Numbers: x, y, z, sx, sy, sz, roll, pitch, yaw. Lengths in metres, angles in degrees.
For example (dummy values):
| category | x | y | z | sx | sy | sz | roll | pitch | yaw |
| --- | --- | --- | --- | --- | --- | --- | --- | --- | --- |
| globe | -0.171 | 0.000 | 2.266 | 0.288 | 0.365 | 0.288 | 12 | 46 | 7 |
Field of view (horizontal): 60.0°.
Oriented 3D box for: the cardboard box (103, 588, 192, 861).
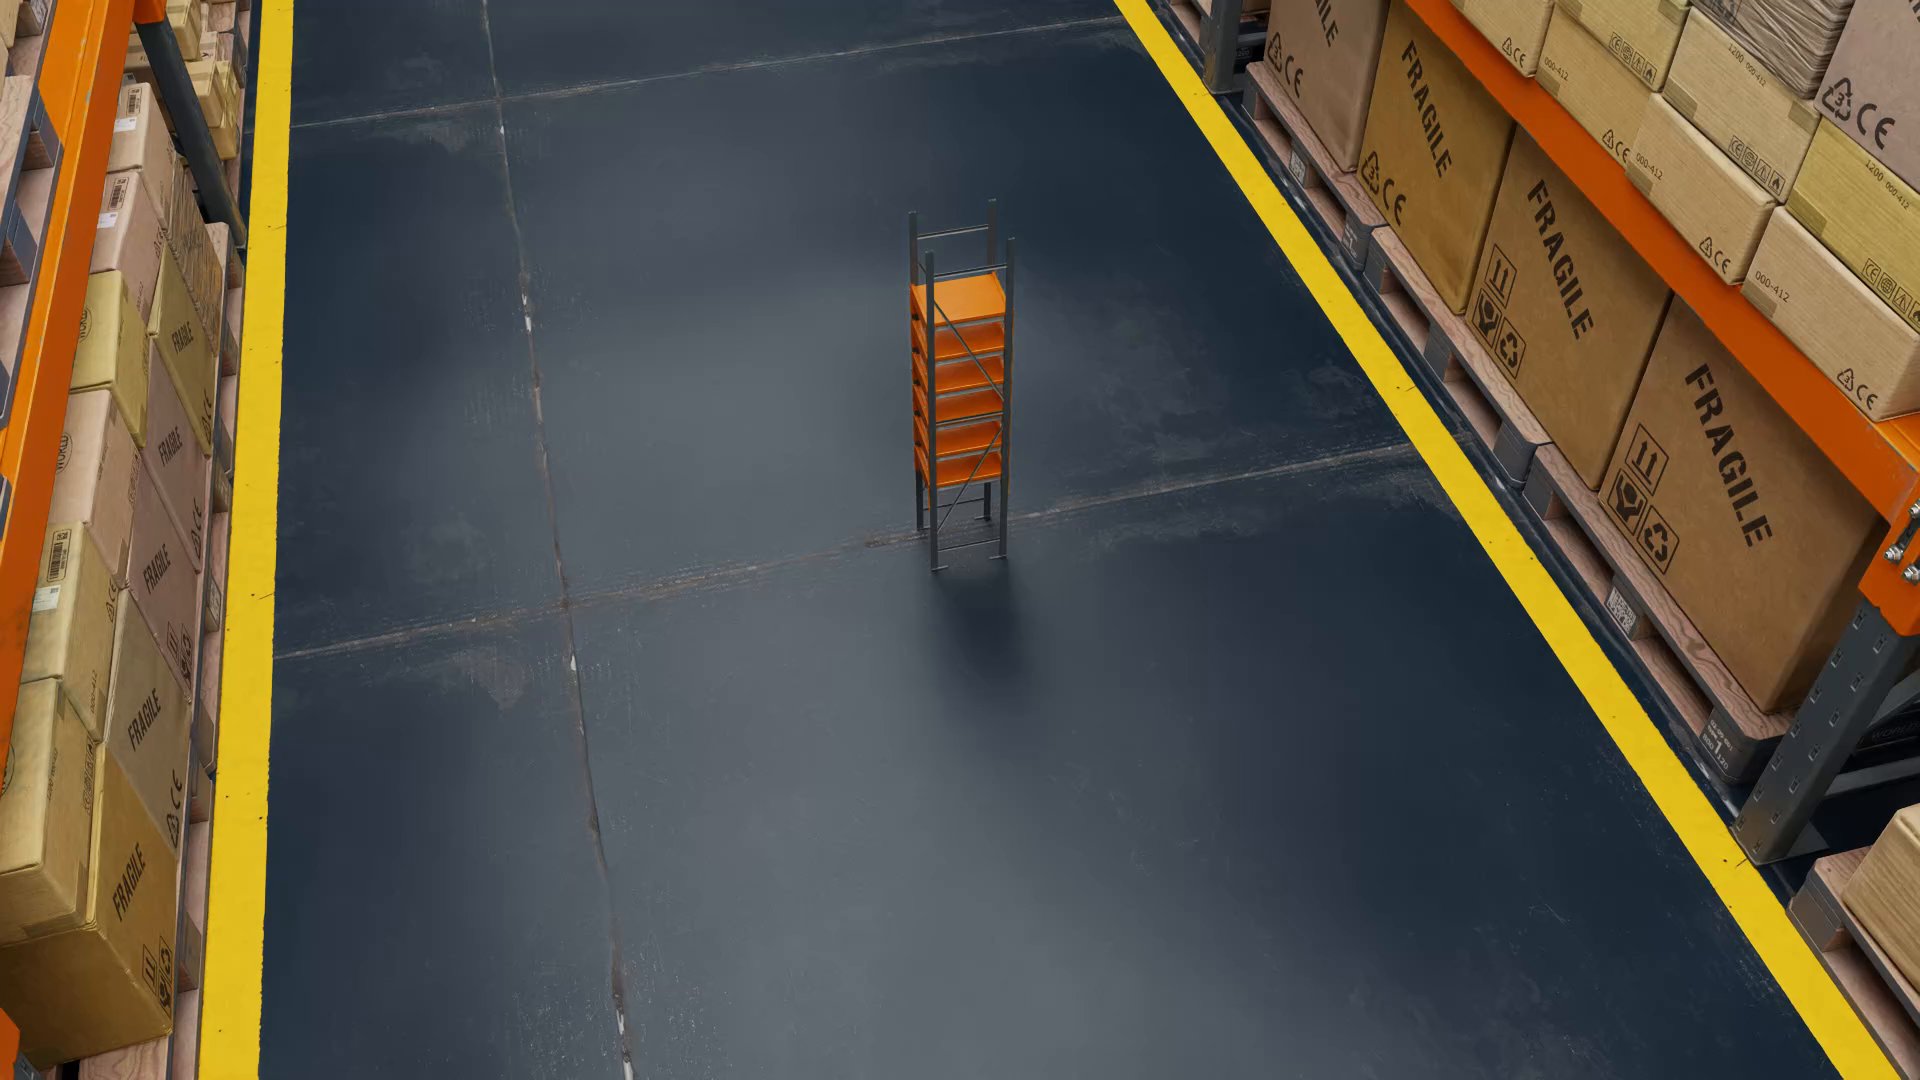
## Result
| category | x | y | z | sx | sy | sz | roll | pitch | yaw |
| --- | --- | --- | --- | --- | --- | --- | --- | --- | --- |
| cardboard box | -2.258 | 0.506 | 4.110 | 0.500 | 0.500 | 0.500 | -10 | 46 | -10 |

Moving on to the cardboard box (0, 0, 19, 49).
| category | x | y | z | sx | sy | sz | roll | pitch | yaw |
| --- | --- | --- | --- | --- | --- | --- | --- | --- | --- |
| cardboard box | -2.729 | -1.398 | 4.402 | 0.380 | 0.149 | 0.250 | -13 | 47 | -12 |

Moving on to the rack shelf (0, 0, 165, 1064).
| category | x | y | z | sx | sy | sz | roll | pitch | yaw |
| --- | --- | --- | --- | --- | --- | --- | --- | --- | --- |
| rack shelf | -2.703 | -0.470 | 4.114 | 1.077 | 0.370 | 4.000 | -11 | 47 | -10 |

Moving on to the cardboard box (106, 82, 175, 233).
| category | x | y | z | sx | sy | sz | roll | pitch | yaw |
| --- | --- | --- | --- | --- | --- | --- | --- | --- | --- |
| cardboard box | -2.780 | -1.169 | 5.226 | 0.500 | 0.250 | 0.500 | -12 | 47 | -11 |

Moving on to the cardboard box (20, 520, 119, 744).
| category | x | y | z | sx | sy | sz | roll | pitch | yaw |
| --- | --- | --- | --- | --- | --- | --- | --- | --- | --- |
| cardboard box | -2.264 | 0.254 | 3.831 | 0.500 | 0.250 | 0.500 | -11 | 47 | -11 |

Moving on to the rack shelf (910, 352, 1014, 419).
| category | x | y | z | sx | sy | sz | roll | pitch | yaw |
| --- | --- | --- | --- | --- | --- | --- | --- | --- | --- |
| rack shelf | 0.004 | -0.463 | 4.758 | 0.258 | 0.103 | 0.180 | -11 | 47 | -10 |

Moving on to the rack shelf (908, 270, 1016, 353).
| category | x | y | z | sx | sy | sz | roll | pitch | yaw |
| --- | --- | --- | --- | --- | --- | --- | --- | --- | --- |
| rack shelf | 0.004 | -0.631 | 4.586 | 0.258 | 0.103 | 0.180 | -11 | 47 | -10 |

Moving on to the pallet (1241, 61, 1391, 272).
| category | x | y | z | sx | sy | sz | roll | pitch | yaw |
| --- | --- | --- | --- | --- | --- | --- | --- | --- | --- |
| pallet | 1.814 | -1.582 | 6.653 | 1.003 | 0.211 | 1.213 | -11 | 47 | -10 |

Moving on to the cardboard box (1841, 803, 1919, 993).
| category | x | y | z | sx | sy | sz | roll | pitch | yaw |
| --- | --- | --- | --- | --- | --- | --- | --- | --- | --- |
| cardboard box | 2.703 | 0.849 | 3.863 | 0.950 | 0.372 | 0.625 | -14 | 47 | -13 |

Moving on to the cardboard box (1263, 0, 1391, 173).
| category | x | y | z | sx | sy | sz | roll | pitch | yaw |
| --- | --- | --- | --- | --- | --- | --- | --- | --- | --- |
| cardboard box | 1.780 | -2.067 | 6.369 | 0.875 | 0.875 | 0.875 | -9 | 46 | -9 |

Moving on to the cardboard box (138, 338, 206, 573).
| category | x | y | z | sx | sy | sz | roll | pitch | yaw |
| --- | --- | --- | --- | --- | --- | --- | --- | --- | --- |
| cardboard box | -2.524 | -0.200 | 4.802 | 0.500 | 0.500 | 0.500 | -12 | 47 | -11 |

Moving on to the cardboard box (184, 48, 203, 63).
| category | x | y | z | sx | sy | sz | roll | pitch | yaw |
| --- | --- | --- | --- | --- | --- | --- | --- | --- | --- |
| cardboard box | -3.150 | -1.822 | 6.430 | 0.380 | 0.149 | 0.250 | -10 | 46 | -10 |

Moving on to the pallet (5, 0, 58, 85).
| category | x | y | z | sx | sy | sz | roll | pitch | yaw |
| --- | --- | --- | --- | --- | --- | --- | --- | --- | --- |
| pallet | -3.160 | -1.481 | 4.735 | 1.003 | 0.211 | 1.213 | -11 | 47 | -10 |

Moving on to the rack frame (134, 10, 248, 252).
| category | x | y | z | sx | sy | sz | roll | pitch | yaw |
| --- | --- | --- | --- | --- | --- | --- | --- | --- | --- |
| rack frame | -3.215 | -2.102 | 5.210 | 1.000 | 3.000 | 0.127 | -11 | 47 | -10 |

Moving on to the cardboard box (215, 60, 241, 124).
| category | x | y | z | sx | sy | sz | roll | pitch | yaw |
| --- | --- | --- | --- | --- | --- | --- | --- | --- | --- |
| cardboard box | -3.066 | -1.745 | 6.562 | 0.380 | 0.149 | 0.250 | -9 | 46 | -9 |

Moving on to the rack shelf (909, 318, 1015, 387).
| category | x | y | z | sx | sy | sz | roll | pitch | yaw |
| --- | --- | --- | --- | --- | --- | --- | --- | --- | --- |
| rack shelf | 0.004 | -0.547 | 4.672 | 0.258 | 0.103 | 0.180 | -11 | 47 | -10 |

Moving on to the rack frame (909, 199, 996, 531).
| category | x | y | z | sx | sy | sz | roll | pitch | yaw |
| --- | --- | --- | --- | --- | --- | --- | --- | --- | --- |
| rack frame | -0.020 | -0.473 | 4.874 | 0.240 | 1.200 | 0.006 | -11 | 47 | -10 |

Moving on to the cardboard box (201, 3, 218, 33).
| category | x | y | z | sx | sy | sz | roll | pitch | yaw |
| --- | --- | --- | --- | --- | --- | --- | --- | --- | --- |
| cardboard box | -3.293 | -2.073 | 6.884 | 0.380 | 0.149 | 0.250 | -12 | 47 | -11 |

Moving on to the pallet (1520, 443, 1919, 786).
| category | x | y | z | sx | sy | sz | roll | pitch | yaw |
| --- | --- | --- | --- | --- | --- | --- | --- | --- | --- |
| pallet | 2.439 | 0.103 | 5.002 | 1.003 | 0.211 | 1.213 | -11 | 47 | -10 |

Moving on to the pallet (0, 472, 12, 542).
| category | x | y | z | sx | sy | sz | roll | pitch | yaw |
| --- | --- | --- | --- | --- | --- | --- | --- | --- | --- |
| pallet | -2.477 | 0.254 | 3.035 | 1.213 | 0.211 | 1.003 | -11 | 47 | -10 |

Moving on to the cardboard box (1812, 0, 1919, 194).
| category | x | y | z | sx | sy | sz | roll | pitch | yaw |
| --- | --- | --- | --- | --- | --- | --- | --- | --- | --- |
| cardboard box | 2.183 | -1.009 | 3.369 | 0.500 | 0.500 | 0.500 | -12 | 47 | -11 |

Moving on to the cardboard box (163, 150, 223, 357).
| category | x | y | z | sx | sy | sz | roll | pitch | yaw |
| --- | --- | --- | --- | --- | --- | --- | --- | --- | --- |
| cardboard box | -2.782 | -0.909 | 5.497 | 0.500 | 0.500 | 0.500 | -12 | 47 | -11 |

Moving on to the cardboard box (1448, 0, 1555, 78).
| category | x | y | z | sx | sy | sz | roll | pitch | yaw |
| --- | --- | --- | --- | --- | --- | --- | --- | --- | --- |
| cardboard box | 1.770 | -1.612 | 4.834 | 0.500 | 0.250 | 0.500 | -11 | 47 | -11 |

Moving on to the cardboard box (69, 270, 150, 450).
| category | x | y | z | sx | sy | sz | roll | pitch | yaw |
| --- | --- | --- | --- | --- | --- | --- | --- | --- | --- |
| cardboard box | -2.512 | -0.449 | 4.521 | 0.500 | 0.250 | 0.500 | -13 | 47 | -12 |

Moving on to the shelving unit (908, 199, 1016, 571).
| category | x | y | z | sx | sy | sz | roll | pitch | yaw |
| --- | --- | --- | --- | --- | --- | --- | --- | --- | --- |
| shelving unit | 0.004 | -0.410 | 4.812 | 0.258 | 1.200 | 0.189 | -11 | 47 | -10 |

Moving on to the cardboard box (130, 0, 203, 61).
| category | x | y | z | sx | sy | sz | roll | pitch | yaw |
| --- | --- | --- | --- | --- | --- | --- | --- | --- | --- |
| cardboard box | -3.116 | -1.936 | 6.333 | 0.380 | 0.149 | 0.250 | -9 | 46 | -8 |

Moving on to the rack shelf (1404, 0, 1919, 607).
| category | x | y | z | sx | sy | sz | roll | pitch | yaw |
| --- | --- | --- | --- | --- | --- | --- | --- | --- | --- |
| rack shelf | 2.056 | -1.444 | 5.069 | 1.077 | 0.370 | 4.000 | -11 | 47 | -10 |

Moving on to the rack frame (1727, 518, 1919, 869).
| category | x | y | z | sx | sy | sz | roll | pitch | yaw |
| --- | --- | --- | --- | --- | --- | --- | --- | --- | --- |
| rack frame | 2.568 | -0.315 | 3.459 | 1.000 | 3.000 | 0.127 | -11 | 47 | -10 |

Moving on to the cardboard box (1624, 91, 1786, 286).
| category | x | y | z | sx | sy | sz | roll | pitch | yaw |
| --- | --- | --- | --- | --- | --- | --- | --- | --- | --- |
| cardboard box | 2.042 | -0.914 | 4.151 | 0.500 | 0.250 | 0.500 | -10 | 46 | -10 |

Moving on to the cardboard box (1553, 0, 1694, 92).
| category | x | y | z | sx | sy | sz | roll | pitch | yaw |
| --- | --- | --- | --- | --- | --- | --- | --- | --- | --- |
| cardboard box | 1.913 | -1.429 | 4.305 | 0.500 | 0.250 | 0.500 | -12 | 47 | -11 |

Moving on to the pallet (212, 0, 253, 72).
| category | x | y | z | sx | sy | sz | roll | pitch | yaw |
| --- | --- | --- | --- | --- | --- | --- | --- | --- | --- |
| pallet | -3.737 | -2.427 | 7.481 | 1.003 | 0.211 | 1.213 | -11 | 47 | -10 |

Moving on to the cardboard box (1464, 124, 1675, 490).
| category | x | y | z | sx | sy | sz | roll | pitch | yaw |
| --- | --- | --- | --- | --- | --- | --- | --- | --- | --- |
| cardboard box | 2.247 | -0.827 | 5.154 | 0.875 | 0.875 | 0.875 | -10 | 46 | -10 |

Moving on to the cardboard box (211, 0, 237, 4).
| category | x | y | z | sx | sy | sz | roll | pitch | yaw |
| --- | --- | --- | --- | --- | --- | --- | --- | --- | --- |
| cardboard box | -3.369 | -2.450 | 7.253 | 0.380 | 0.149 | 0.250 | -12 | 47 | -11 |

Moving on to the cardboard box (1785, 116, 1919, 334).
| category | x | y | z | sx | sy | sz | roll | pitch | yaw |
| --- | --- | --- | --- | --- | --- | --- | --- | --- | --- |
| cardboard box | 2.198 | -0.726 | 3.616 | 0.500 | 0.250 | 0.500 | -11 | 47 | -10 |

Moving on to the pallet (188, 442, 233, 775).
| category | x | y | z | sx | sy | sz | roll | pitch | yaw |
| --- | --- | --- | --- | --- | --- | --- | --- | --- | --- |
| pallet | -2.699 | 0.255 | 4.852 | 1.003 | 0.211 | 1.213 | -11 | 47 | -10 |
